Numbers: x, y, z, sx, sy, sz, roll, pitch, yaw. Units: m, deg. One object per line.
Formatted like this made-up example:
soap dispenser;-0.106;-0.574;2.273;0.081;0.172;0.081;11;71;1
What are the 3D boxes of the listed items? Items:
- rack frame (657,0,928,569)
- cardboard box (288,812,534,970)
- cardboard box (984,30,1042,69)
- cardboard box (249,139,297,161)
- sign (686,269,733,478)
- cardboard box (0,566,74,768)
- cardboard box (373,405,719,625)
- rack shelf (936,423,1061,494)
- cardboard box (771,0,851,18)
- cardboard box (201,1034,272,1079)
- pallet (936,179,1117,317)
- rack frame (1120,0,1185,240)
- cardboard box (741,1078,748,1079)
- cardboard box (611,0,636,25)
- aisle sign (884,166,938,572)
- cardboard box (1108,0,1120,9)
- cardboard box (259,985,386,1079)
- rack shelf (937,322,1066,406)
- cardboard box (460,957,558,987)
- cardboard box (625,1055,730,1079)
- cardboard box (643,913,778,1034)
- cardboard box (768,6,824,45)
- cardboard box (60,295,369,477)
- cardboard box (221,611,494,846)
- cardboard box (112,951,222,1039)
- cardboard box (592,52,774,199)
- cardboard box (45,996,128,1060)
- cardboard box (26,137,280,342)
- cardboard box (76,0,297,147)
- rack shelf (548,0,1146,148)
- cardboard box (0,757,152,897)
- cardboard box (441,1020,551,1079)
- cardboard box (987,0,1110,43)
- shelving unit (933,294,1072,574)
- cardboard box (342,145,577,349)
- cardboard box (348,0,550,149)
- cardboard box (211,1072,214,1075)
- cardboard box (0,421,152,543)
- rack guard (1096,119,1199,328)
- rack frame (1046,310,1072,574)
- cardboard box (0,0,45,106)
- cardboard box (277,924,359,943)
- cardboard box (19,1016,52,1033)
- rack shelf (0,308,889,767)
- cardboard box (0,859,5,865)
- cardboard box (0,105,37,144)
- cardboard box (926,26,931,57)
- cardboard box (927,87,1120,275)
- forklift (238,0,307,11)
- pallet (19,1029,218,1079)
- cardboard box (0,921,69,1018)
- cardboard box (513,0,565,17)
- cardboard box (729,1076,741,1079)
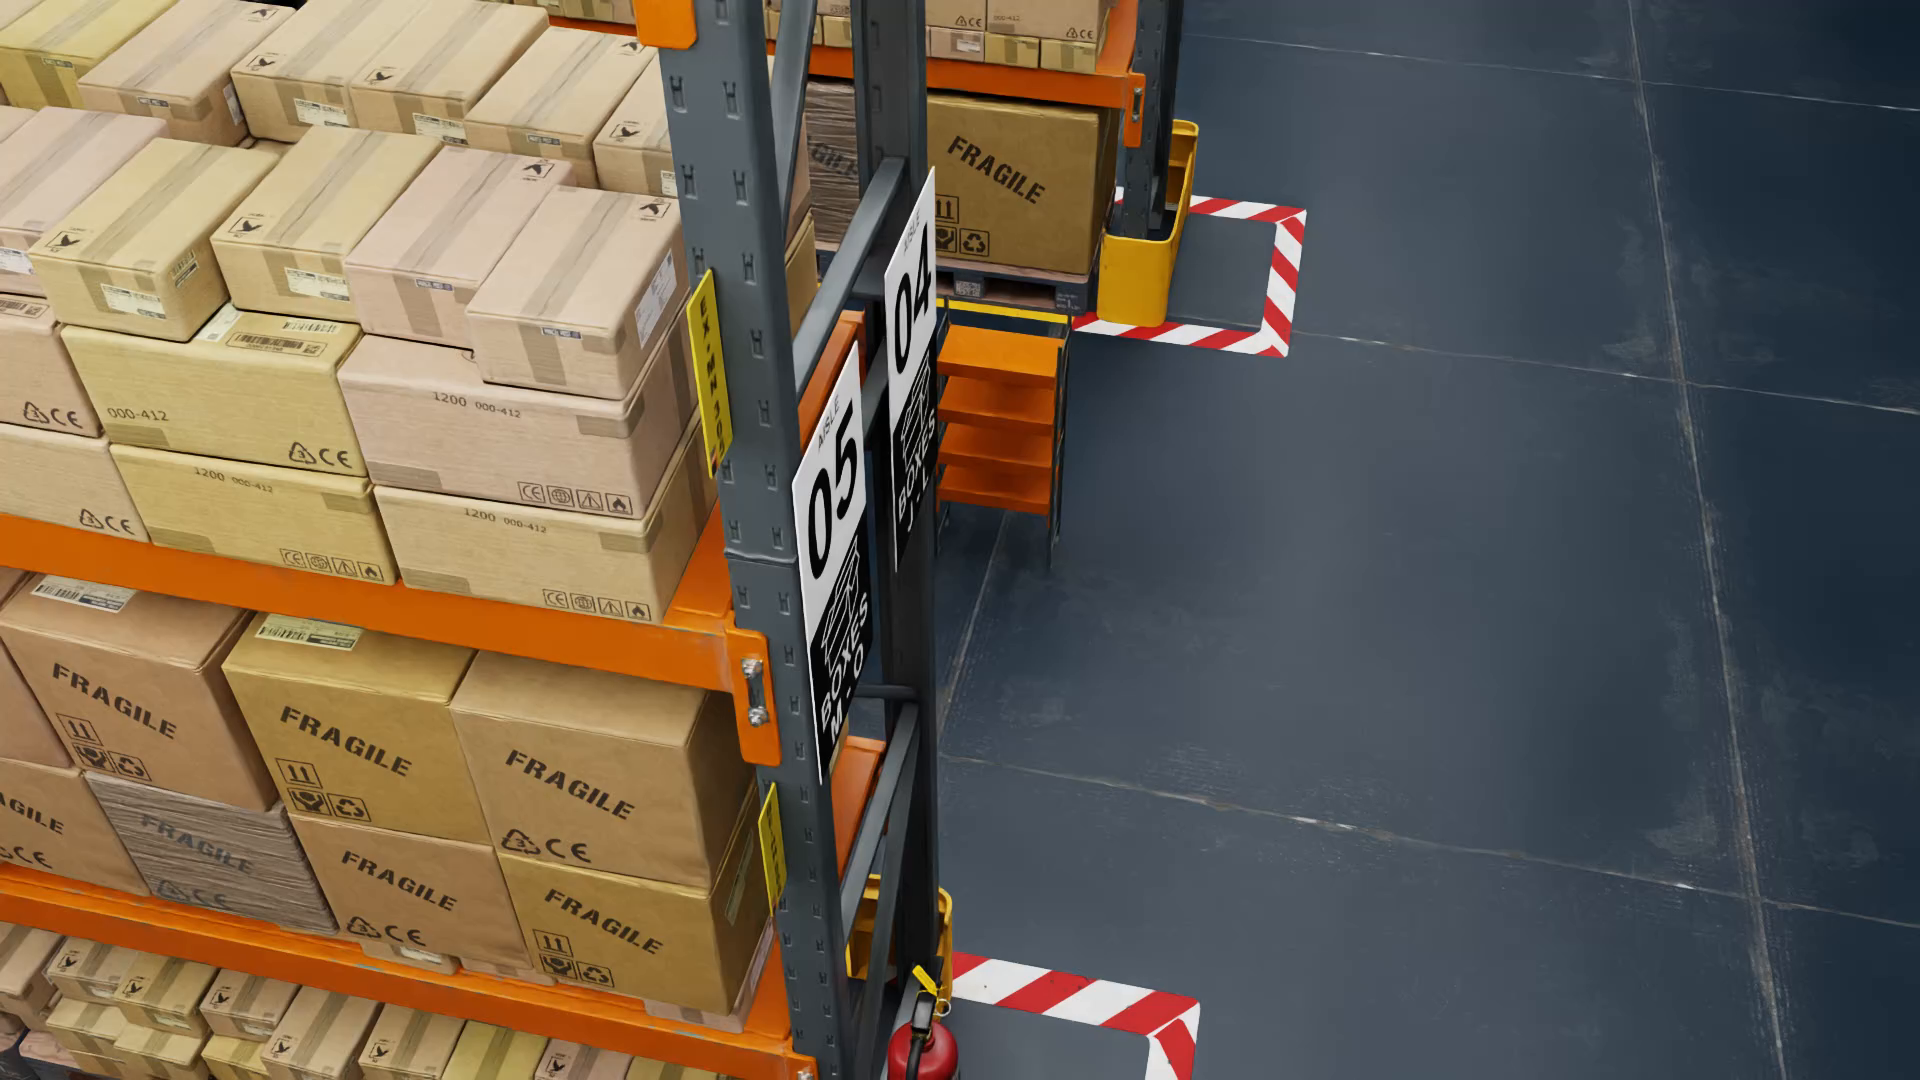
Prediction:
rack frame;-0.234;-1.379;2.154;0.127;3.000;1.000;9;45;9
cardboard box;-1.230;0.664;4.071;0.500;0.500;0.500;8;45;8
cardboard box;0.274;-2.338;7.657;0.250;0.149;0.380;9;45;9
cardboard box;-1.115;-0.745;3.406;0.500;0.250;0.500;8;45;9
sign;-0.375;-0.245;2.500;0.005;0.325;0.100;9;45;9
cardboard box;-2.255;0.151;3.883;0.500;0.500;0.500;7;44;8
cardboard box;-0.735;-0.134;3.132;0.500;0.250;0.500;8;44;8
rack shelf;0.162;-0.359;6.815;0.480;0.148;0.258;9;45;9
cardboard box;-0.575;-2.660;7.704;0.500;0.250;0.500;7;44;8
cardboard box;-2.073;1.466;5.063;0.250;0.149;0.380;11;45;11
pallet;0.150;-1.622;8.744;1.213;0.211;1.003;9;45;9
rack frame;0.948;-2.559;7.706;0.127;3.000;1.000;9;45;9
cardboard box;-0.793;1.719;5.014;0.250;0.149;0.380;10;45;10
cardboard box;-1.475;-2.608;7.938;0.250;0.149;0.380;9;45;10
aisle sign;-0.097;-0.346;3.532;0.004;0.787;0.394;9;45;9
cardboard box;0.673;-2.746;8.081;0.250;0.149;0.380;9;45;10
cardboard box;-1.832;1.420;4.896;0.250;0.149;0.380;10;45;11
rack shelf;0.162;-0.690;6.495;0.480;0.148;0.258;9;45;9
cardboard box;-1.096;0.924;4.268;0.250;0.149;0.380;8;45;9
cardboard box;-0.806;1.535;4.776;0.250;0.149;0.380;9;45;10
cardboard box;-0.614;1.015;4.174;0.250;0.149;0.380;9;45;9
cardboard box;-0.722;-2.492;7.817;0.250;0.149;0.380;9;45;9
cardboard box;-1.238;-0.399;3.046;0.500;0.250;0.500;8;44;8
cardboard box;-1.229;0.301;3.727;0.500;0.500;0.500;7;44;8
cardboard box;-2.327;1.284;5.037;0.250;0.149;0.380;9;45;9
cardboard box;-0.500;-0.771;3.146;0.250;0.149;0.380;8;45;9
cardboard box;-2.583;1.388;5.143;0.250;0.149;0.380;9;45;9
cardboard box;-1.374;-0.528;2.893;0.250;0.149;0.380;9;45;10
cardboard box;-1.505;-0.917;3.297;0.250;0.149;0.380;10;45;10
rack shelf;-1.004;-2.603;8.270;4.000;0.370;1.077;9;45;9
cardboard box;-2.211;0.511;4.230;0.500;0.500;0.500;11;45;11
cardboard box;-1.319;1.505;4.807;0.250;0.149;0.380;8;44;8
cardboard box;0.417;-2.506;7.544;0.500;0.250;0.500;8;45;8
shelving unit;0.162;-0.407;6.768;0.503;1.200;0.258;9;45;9
cardboard box;-0.846;-0.509;2.873;0.250;0.149;0.380;9;45;10
cardboard box;-0.994;-0.913;3.292;0.250;0.149;0.380;9;45;9
cardboard box;-2.304;1.482;5.260;0.250;0.149;0.380;10;45;10
cardboard box;-1.716;-0.291;3.294;0.500;0.250;0.500;11;45;11
rack guard;0.971;-1.655;8.569;0.348;0.500;1.175;9;45;9
rack frame;0.400;-0.370;6.730;0.015;1.200;0.240;9;45;9
cardboard box;-2.009;-1.027;3.411;0.250;0.149;0.380;10;45;10
cardboard box;-1.601;0.841;4.354;0.250;0.149;0.380;7;44;7
cardboard box;-2.810;1.389;5.356;0.250;0.149;0.380;7;44;7
rack shelf;-2.186;-0.342;3.758;4.000;0.370;1.077;9;45;9
cardboard box;-2.637;0.698;4.503;0.250;0.149;0.380;11;45;11
cardboard box;-1.865;-0.635;3.004;0.250;0.149;0.380;10;45;10
cardboard box;-0.215;-2.415;7.738;0.250;0.149;0.380;10;45;10
cardboard box;0.306;-1.988;8.341;0.875;0.875;0.875;9;45;9
forklift;-3.290;-1.477;6.631;3.031;2.935;1.130;7;44;8
pallet;-2.280;1.442;5.559;1.213;0.211;1.003;9;45;9
cardboard box;-2.843;1.235;5.088;0.250;0.149;0.380;10;45;10
cardboard box;-1.969;-2.686;8.019;0.250;0.149;0.380;8;44;8
cardboard box;-0.811;1.664;4.857;0.250;0.149;0.380;8;44;8
